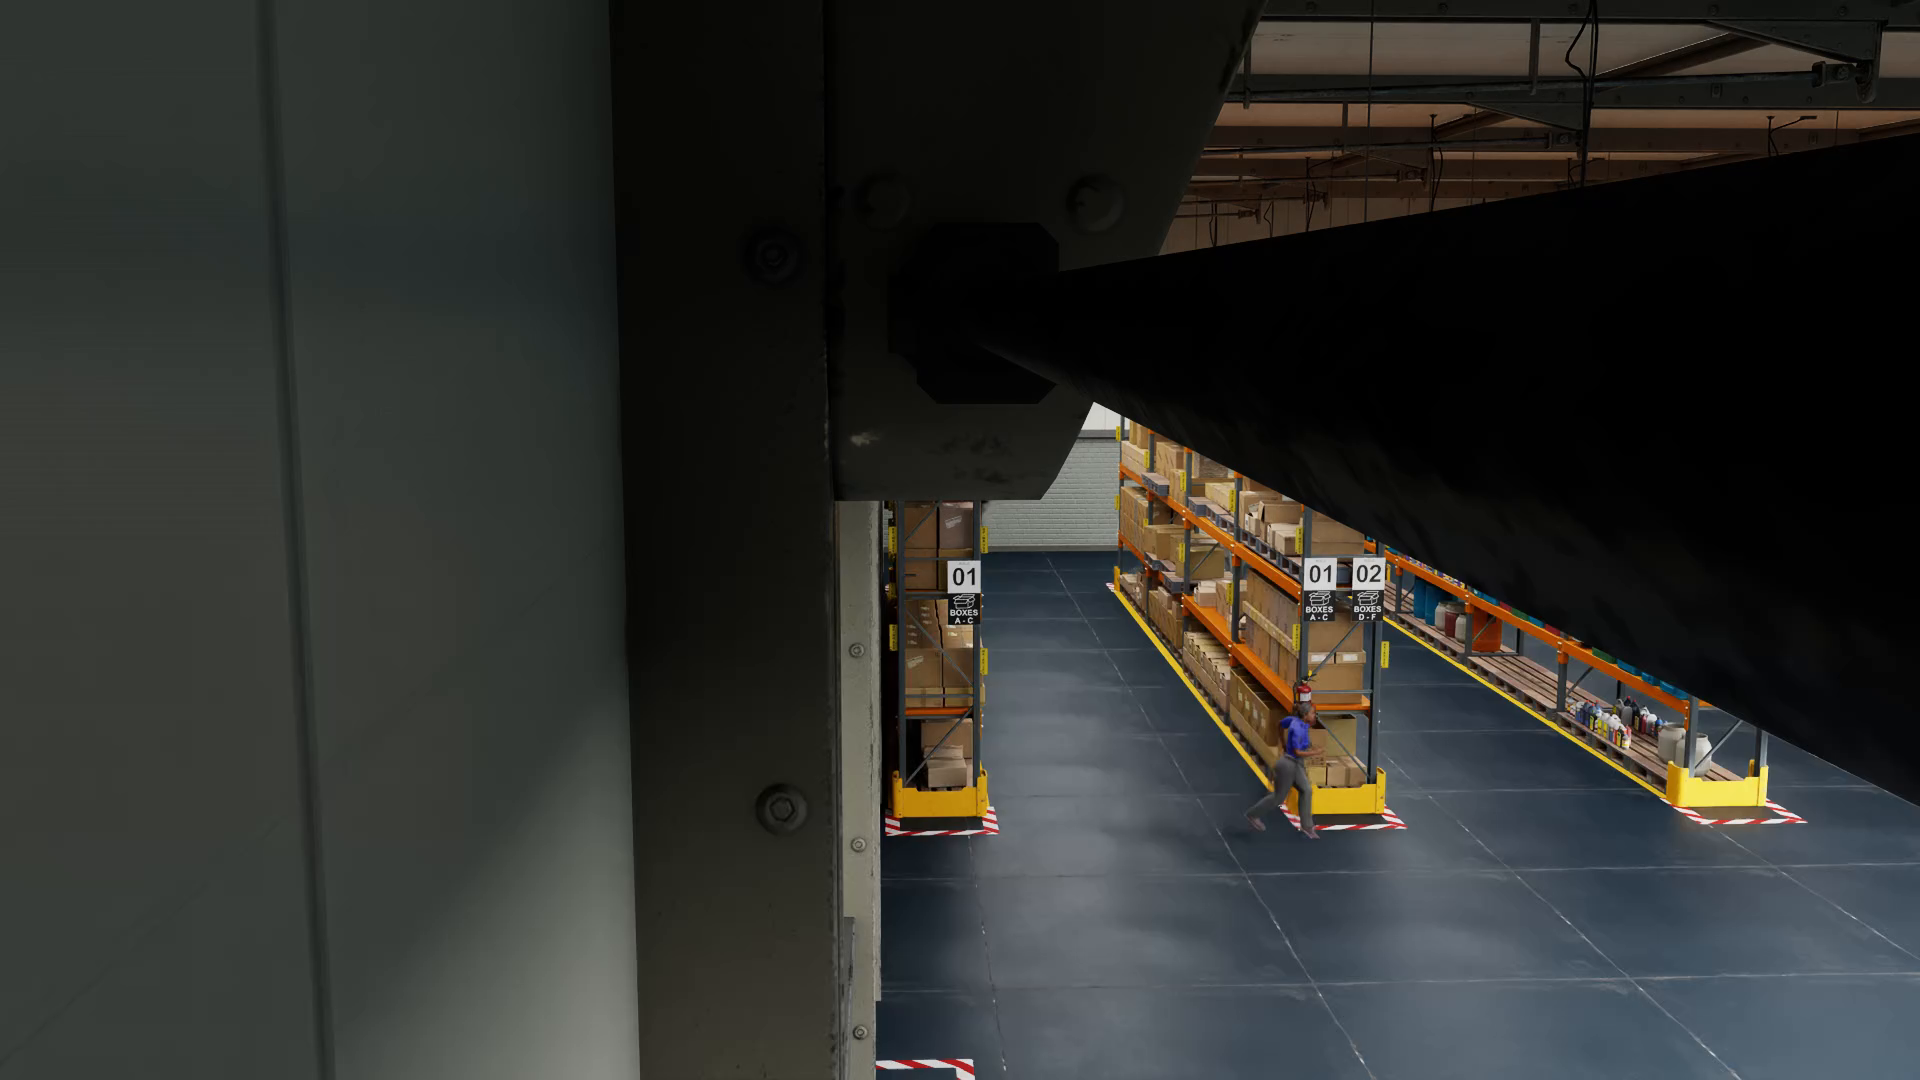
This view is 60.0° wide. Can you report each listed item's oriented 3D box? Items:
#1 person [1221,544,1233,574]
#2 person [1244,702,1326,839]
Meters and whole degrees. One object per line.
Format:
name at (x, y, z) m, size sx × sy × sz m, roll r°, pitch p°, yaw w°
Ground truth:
person at (5.698, 0.337, 36.000) m, size 0.536 × 1.565 × 0.886 m, roll -3°, pitch 9°, yaw -18°
person at (3.851, 2.731, 19.686) m, size 0.939 × 1.685 × 0.608 m, roll 2°, pitch 8°, yaw 13°
